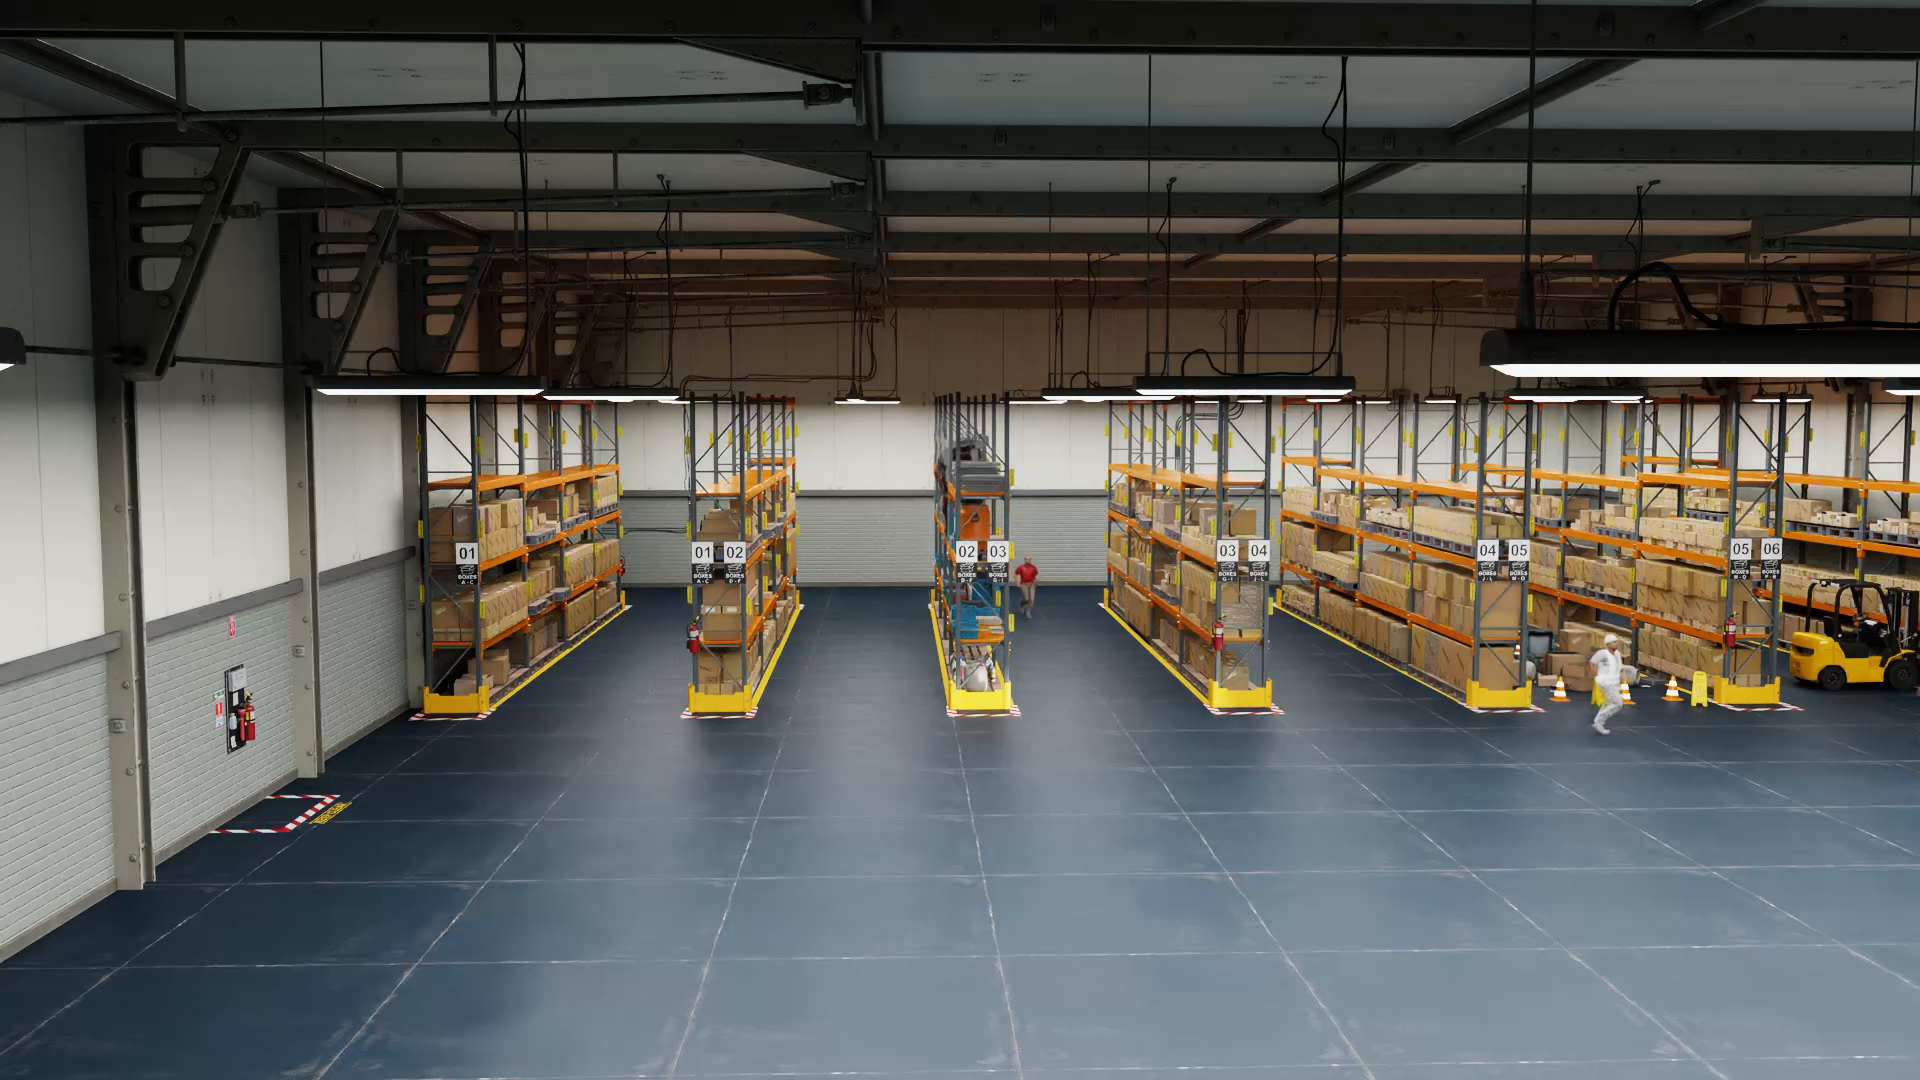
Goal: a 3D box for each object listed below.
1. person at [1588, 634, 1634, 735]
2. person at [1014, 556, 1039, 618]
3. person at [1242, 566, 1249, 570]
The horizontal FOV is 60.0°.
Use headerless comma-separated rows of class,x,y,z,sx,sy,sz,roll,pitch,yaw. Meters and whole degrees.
person,11.375,2.518,28.996,0.637,1.752,0.656,5,6,44
person,1.847,1.274,45.144,0.667,1.686,0.602,-1,5,-16
person,8.109,1.111,47.891,0.556,1.601,0.628,3,6,37
